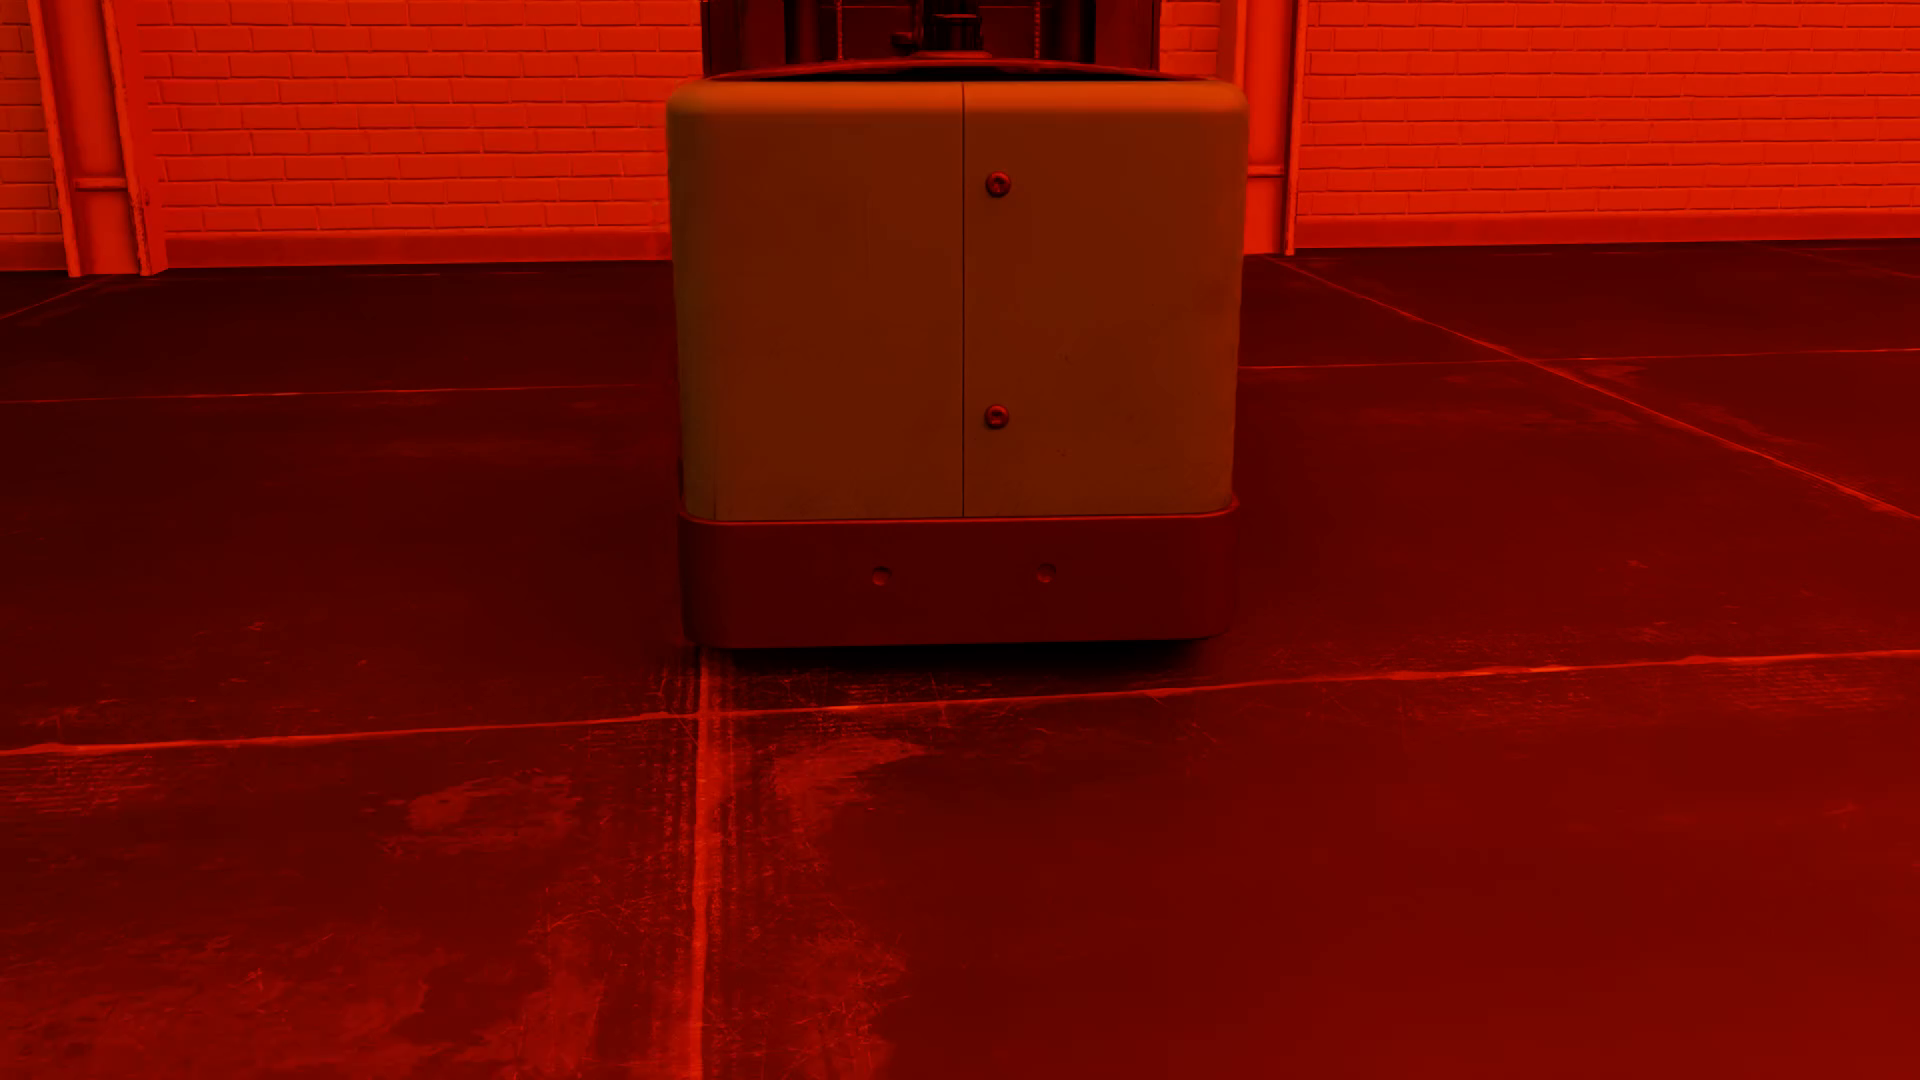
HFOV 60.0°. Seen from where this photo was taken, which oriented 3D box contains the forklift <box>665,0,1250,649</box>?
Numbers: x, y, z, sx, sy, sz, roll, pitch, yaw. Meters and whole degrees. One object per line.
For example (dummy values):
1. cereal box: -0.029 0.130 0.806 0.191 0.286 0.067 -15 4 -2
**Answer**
1. forklift: -0.084 -1.577 4.120 1.130 2.935 3.031 -1 17 -3
